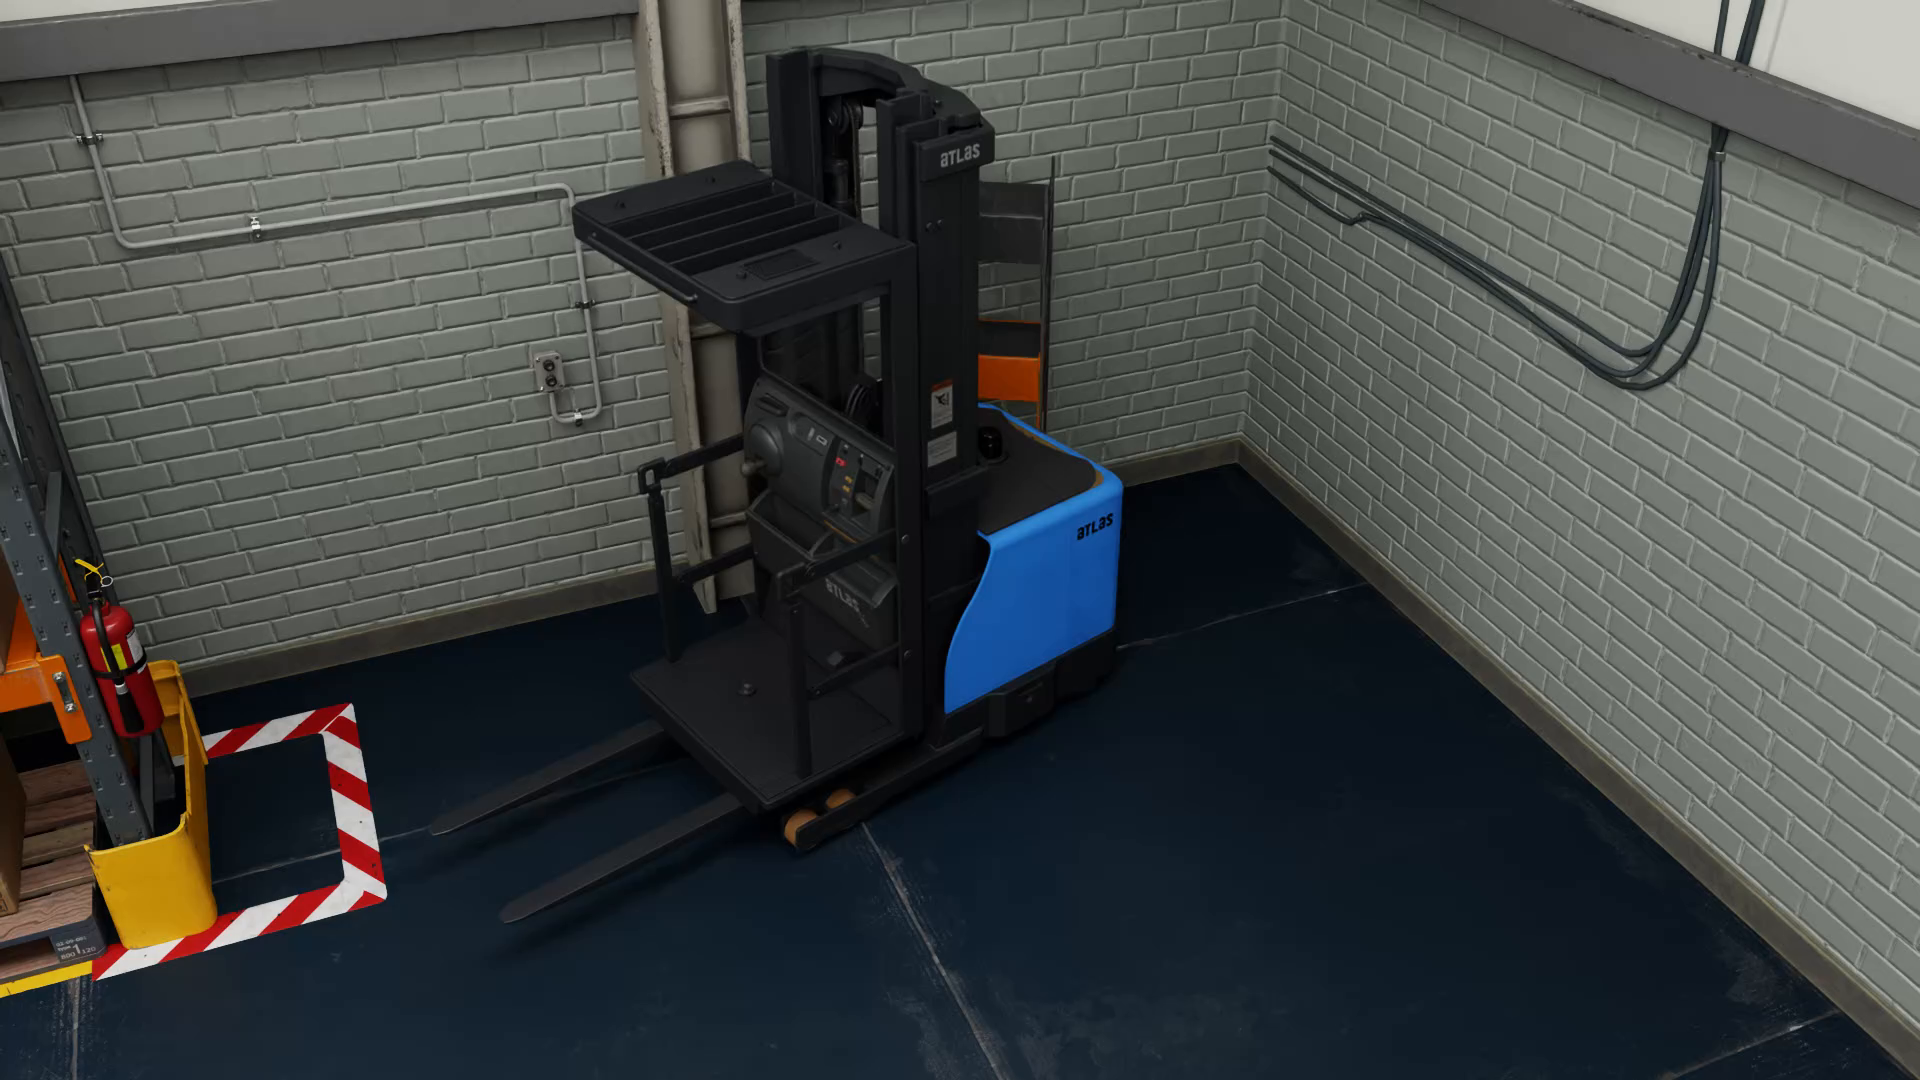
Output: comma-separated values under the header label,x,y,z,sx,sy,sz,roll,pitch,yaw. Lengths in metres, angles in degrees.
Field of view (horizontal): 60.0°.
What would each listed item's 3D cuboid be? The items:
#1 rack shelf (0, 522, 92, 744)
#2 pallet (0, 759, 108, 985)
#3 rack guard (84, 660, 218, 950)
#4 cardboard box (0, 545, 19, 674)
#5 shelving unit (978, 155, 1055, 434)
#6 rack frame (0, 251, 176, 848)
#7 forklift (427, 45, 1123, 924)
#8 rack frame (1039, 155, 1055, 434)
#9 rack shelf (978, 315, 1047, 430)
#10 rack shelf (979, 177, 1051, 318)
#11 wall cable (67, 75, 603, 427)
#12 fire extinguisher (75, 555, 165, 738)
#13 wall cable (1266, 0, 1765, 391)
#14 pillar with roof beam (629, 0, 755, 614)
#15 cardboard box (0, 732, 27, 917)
label,x,y,z,sx,sy,sz,roll,pitch,yaw
rack shelf,-5.125,0.717,5.557,4.000,0.370,1.077,-13,35,-19
pallet,-3.988,1.370,6.451,1.213,0.211,1.003,-13,35,-19
rack guard,-3.258,1.036,6.700,0.348,0.500,1.175,-13,35,-19
cardboard box,-3.747,-0.020,5.755,0.700,0.700,0.980,-11,35,-17
shelving unit,0.162,-0.785,8.032,0.503,2.100,0.431,4,33,6
rack frame,-3.281,-0.007,6.010,0.127,3.000,1.000,-13,35,-19
forklift,-0.733,-0.286,6.502,3.031,2.935,1.130,-24,40,-32
rack frame,0.404,-0.769,8.007,0.015,2.100,0.400,4,33,6
rack shelf,0.162,-0.774,8.039,0.480,0.518,0.431,4,33,6
rack shelf,0.162,-1.361,7.657,0.480,0.518,0.431,4,33,6
wall cable,-2.466,-1.179,6.880,1.851,1.984,0.084,-13,35,-19
fire extinguisher,-2.963,0.382,5.825,0.183,0.674,0.296,-13,35,-19
wall cable,2.073,-2.234,6.780,0.112,2.526,3.097,-13,35,-19
pillar with roof beam,0.541,-1.362,2.592,0.400,9.000,9.100,-13,35,-19
cardboard box,-3.887,1.063,6.273,0.500,0.500,0.700,-13,35,-19
